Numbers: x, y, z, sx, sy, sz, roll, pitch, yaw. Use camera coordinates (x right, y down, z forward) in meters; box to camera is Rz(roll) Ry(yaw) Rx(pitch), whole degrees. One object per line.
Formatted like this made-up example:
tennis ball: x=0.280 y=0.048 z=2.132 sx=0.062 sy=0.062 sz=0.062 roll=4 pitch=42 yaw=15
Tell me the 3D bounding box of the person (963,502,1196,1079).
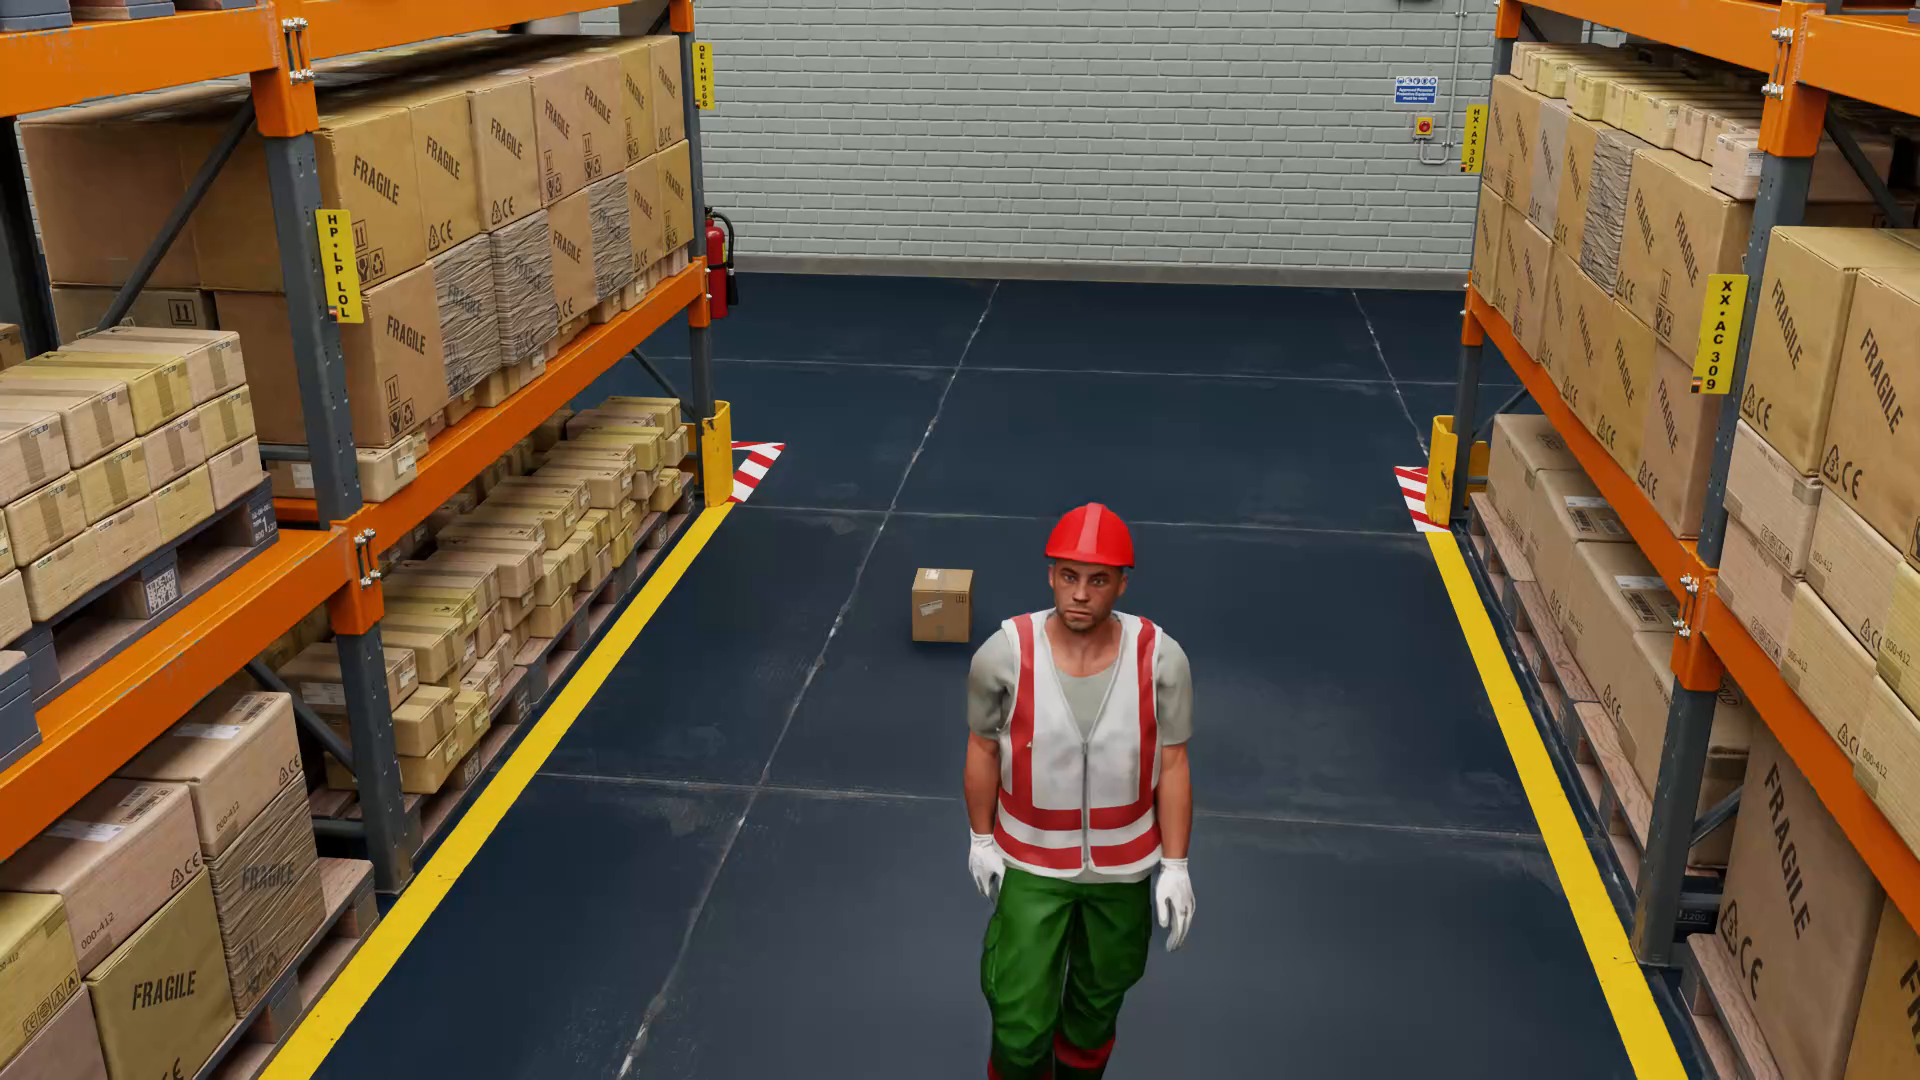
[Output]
person: x=0.285 y=0.795 z=3.933 sx=0.530 sy=1.812 sz=0.466 roll=-2 pitch=21 yaw=-5
